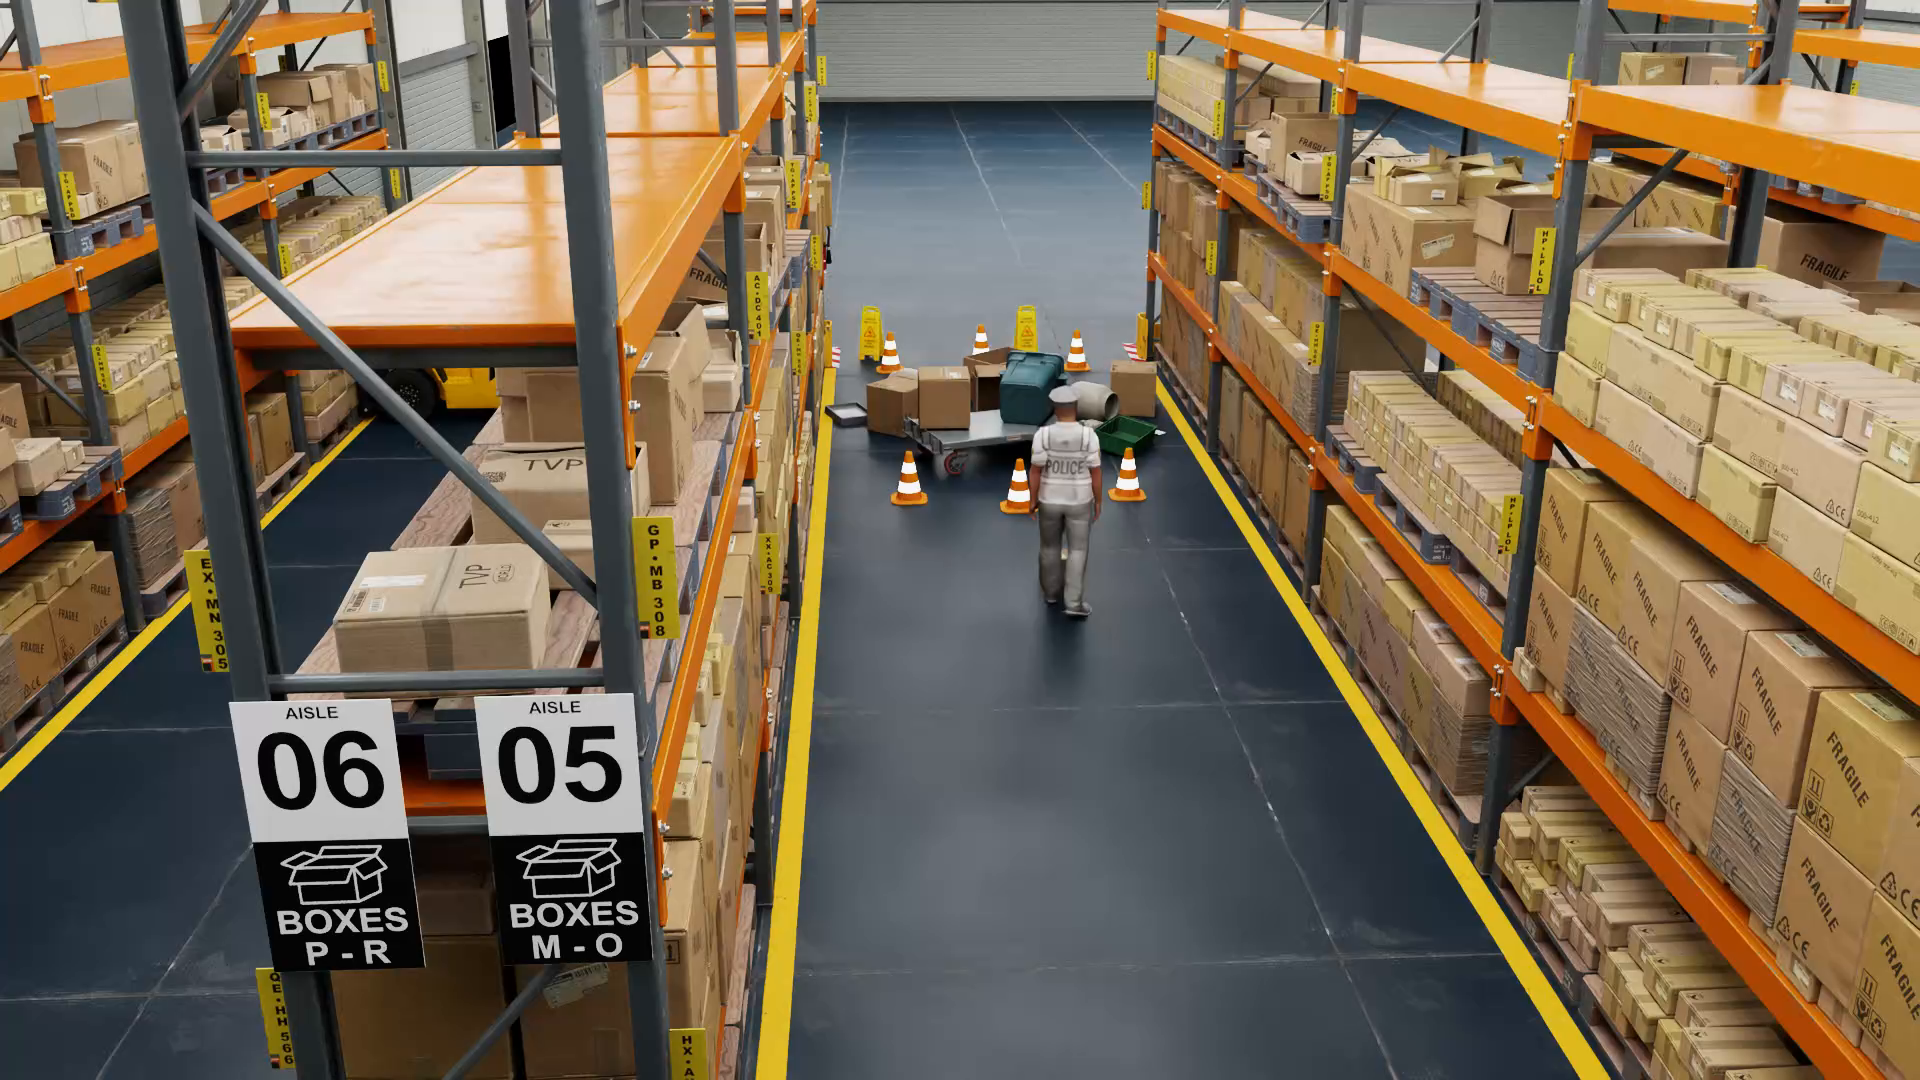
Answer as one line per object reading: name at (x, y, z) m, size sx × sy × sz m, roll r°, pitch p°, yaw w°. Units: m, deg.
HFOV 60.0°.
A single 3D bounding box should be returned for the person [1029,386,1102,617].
person at (0.810, -0.305, 12.734) m, size 0.555 × 1.767 × 0.671 m, roll 3°, pitch 21°, yaw 9°
